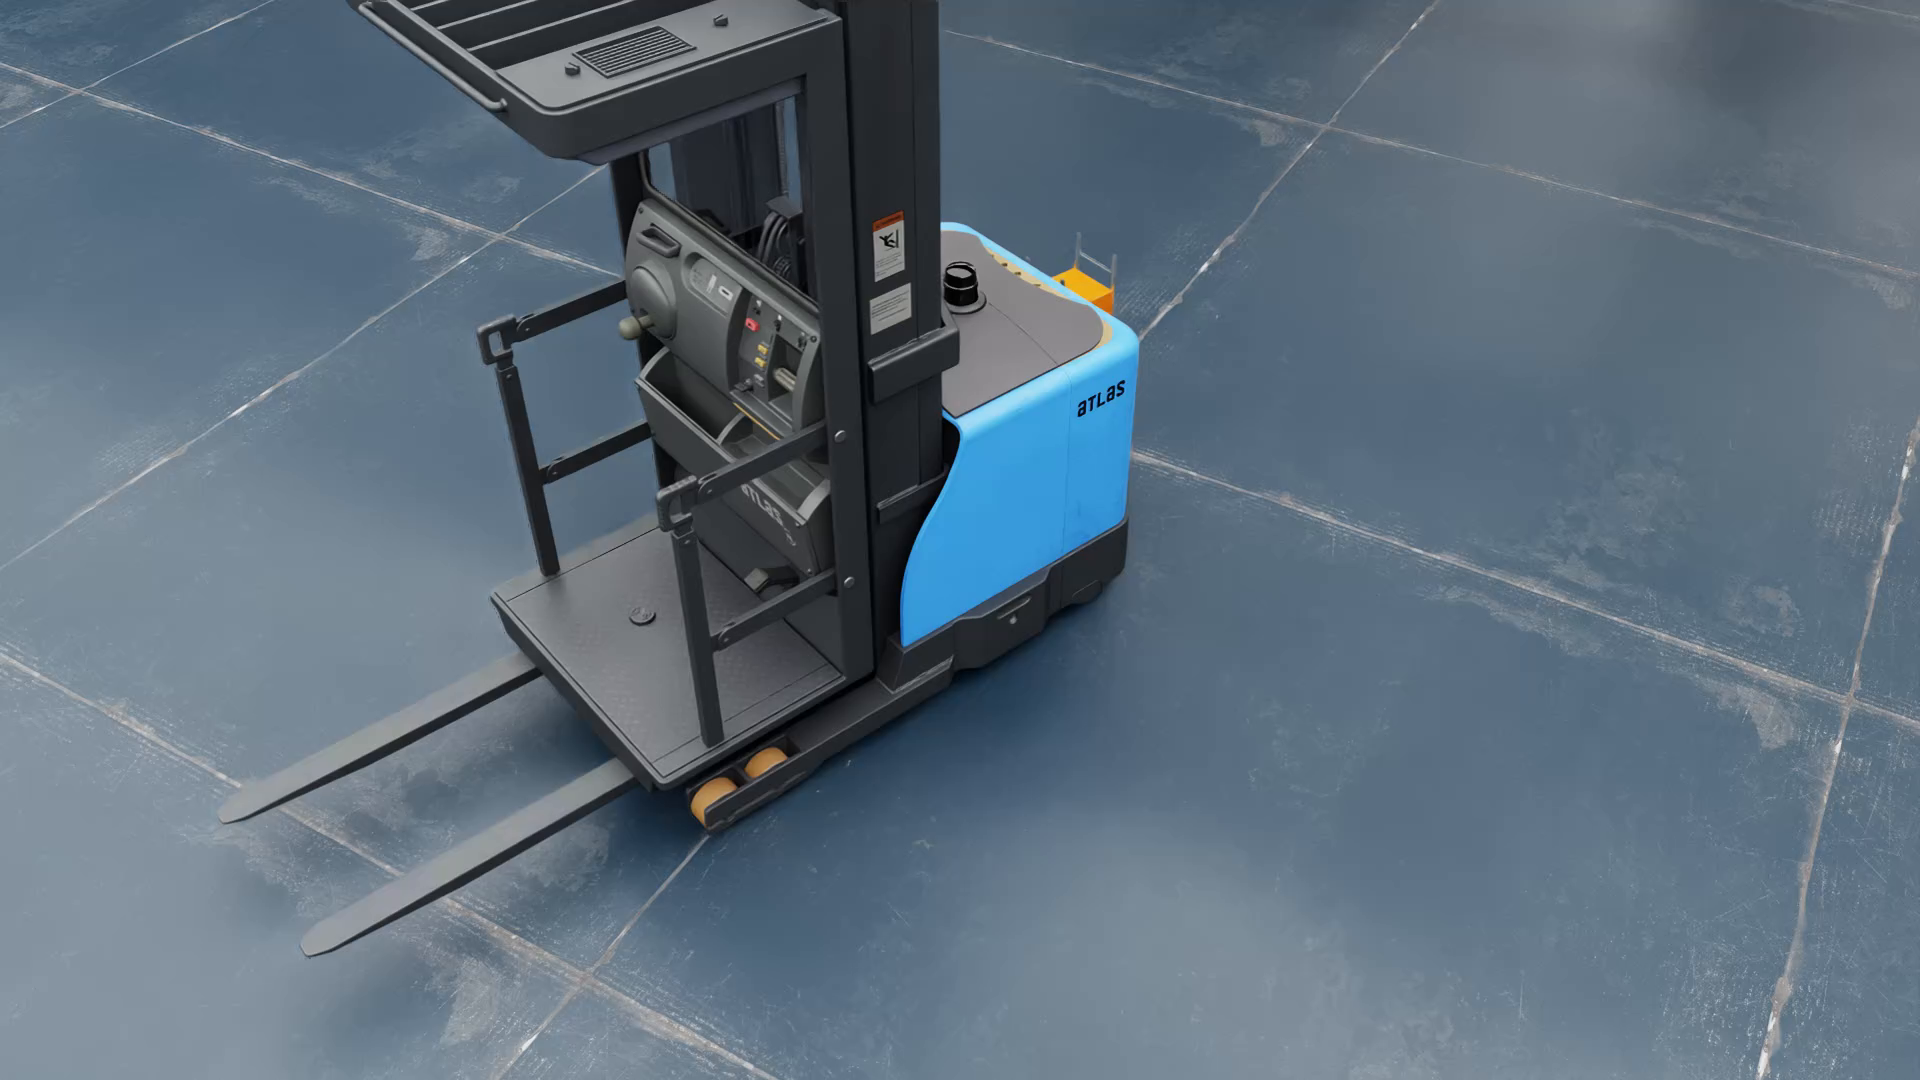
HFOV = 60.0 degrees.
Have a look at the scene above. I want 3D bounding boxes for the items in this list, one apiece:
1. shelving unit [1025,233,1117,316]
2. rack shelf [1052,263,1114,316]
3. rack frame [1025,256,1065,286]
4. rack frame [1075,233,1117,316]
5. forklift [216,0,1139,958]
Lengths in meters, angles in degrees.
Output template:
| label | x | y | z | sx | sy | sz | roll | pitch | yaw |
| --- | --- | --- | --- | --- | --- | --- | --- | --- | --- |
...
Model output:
| label | x | y | z | sx | sy | sz | roll | pitch | yaw |
| --- | --- | --- | --- | --- | --- | --- | --- | --- | --- |
| shelving unit | 0.386 | -0.593 | 6.129 | 0.252 | 1.050 | 0.215 | -29 | 49 | -29 |
| rack shelf | 0.386 | -0.798 | 5.948 | 0.240 | 0.259 | 0.215 | -29 | 49 | -29 |
| rack frame | 0.293 | -0.541 | 6.070 | 0.008 | 1.050 | 0.200 | -29 | 49 | -29 |
| rack frame | 0.480 | -0.645 | 6.188 | 0.008 | 1.050 | 0.200 | -29 | 49 | -29 |
| forklift | -0.856 | -0.586 | 4.698 | 3.031 | 2.935 | 1.130 | -29 | 49 | -29 |
